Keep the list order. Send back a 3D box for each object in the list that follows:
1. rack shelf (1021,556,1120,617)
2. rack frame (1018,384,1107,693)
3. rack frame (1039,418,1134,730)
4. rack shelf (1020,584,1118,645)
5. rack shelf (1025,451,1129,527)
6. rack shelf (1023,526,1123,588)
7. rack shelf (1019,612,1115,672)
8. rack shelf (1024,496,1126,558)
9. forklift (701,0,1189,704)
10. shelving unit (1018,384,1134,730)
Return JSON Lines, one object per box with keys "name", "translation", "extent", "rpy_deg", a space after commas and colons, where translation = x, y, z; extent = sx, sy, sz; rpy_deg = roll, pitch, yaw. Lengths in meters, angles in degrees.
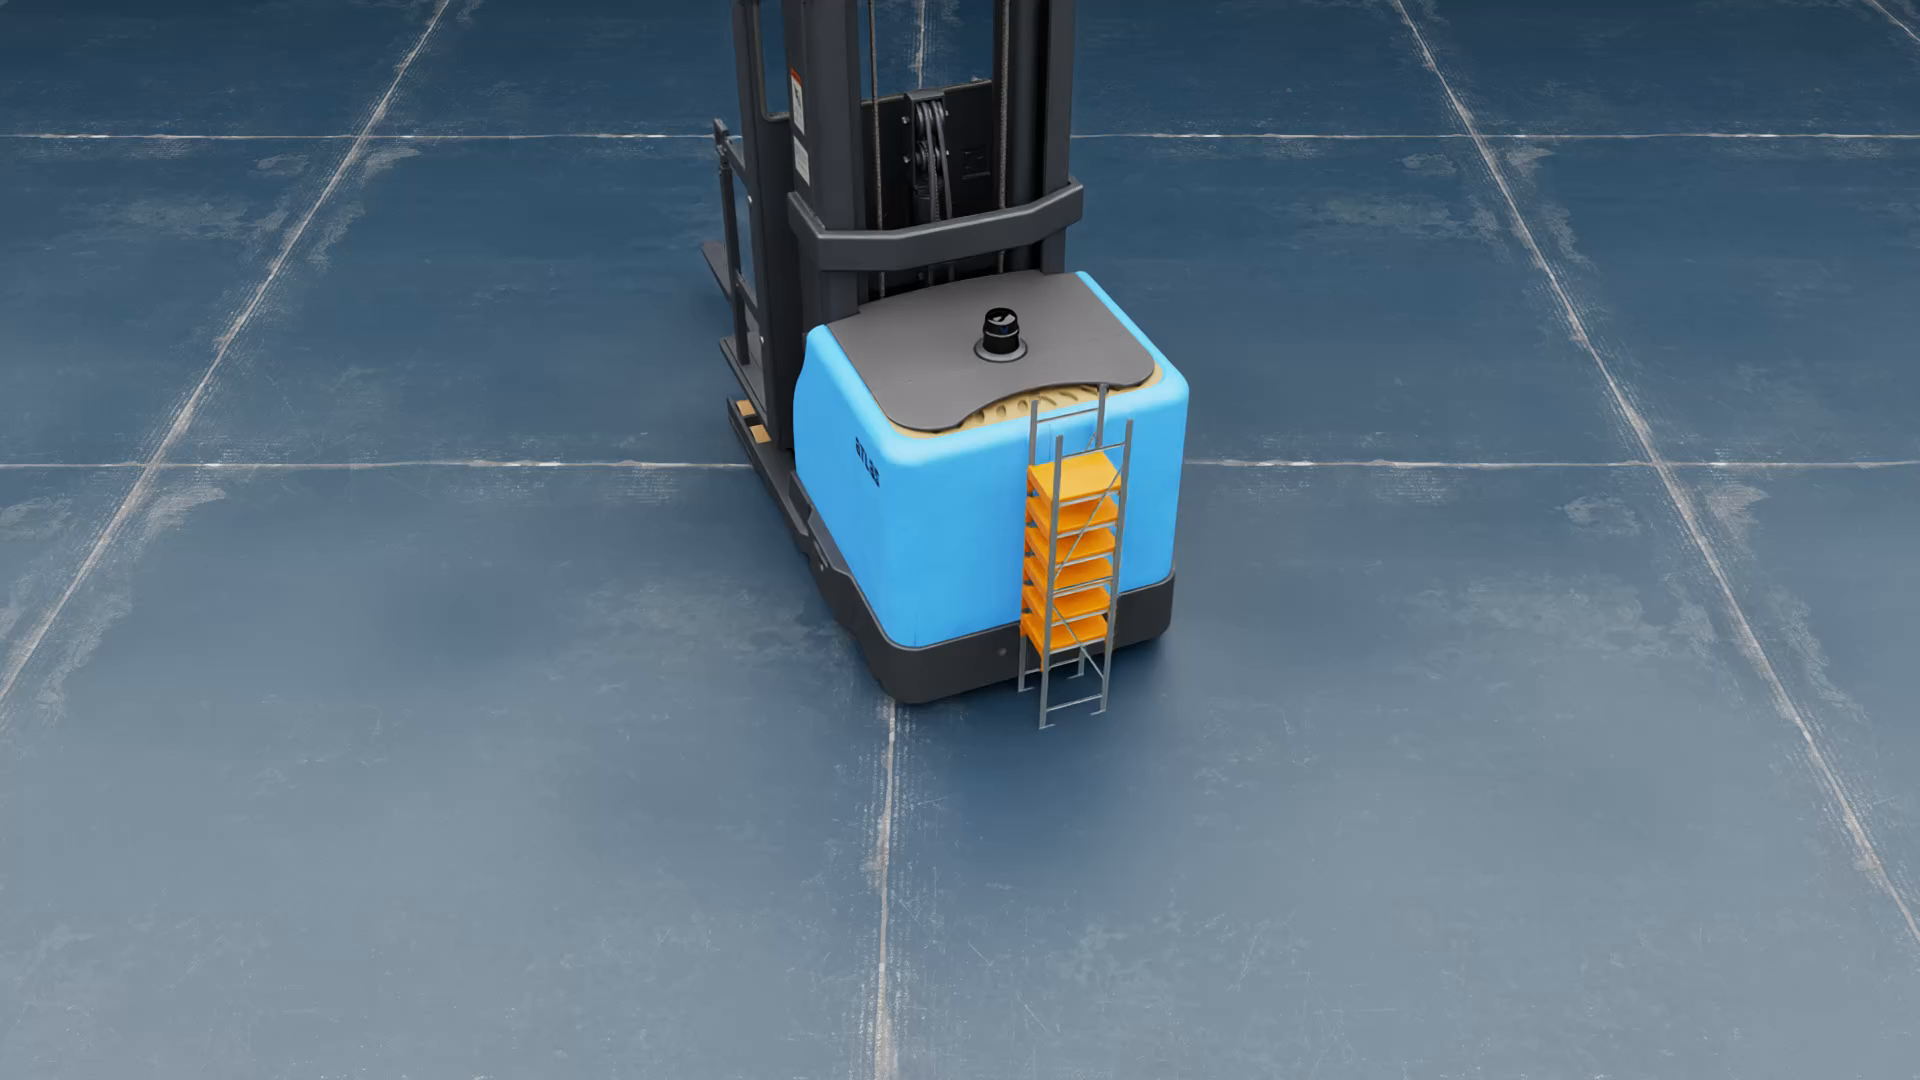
{"name": "rack shelf", "translation": [0.346, 0.117, 5.212], "extent": [0.258, 0.103, 0.180], "rpy_deg": [-13, 42, -16]}
{"name": "rack frame", "translation": [0.314, 0.027, 5.249], "extent": [0.240, 1.200, 0.006], "rpy_deg": [-13, 42, -16]}
{"name": "rack frame", "translation": [0.379, 0.138, 5.118], "extent": [0.240, 1.200, 0.006], "rpy_deg": [-13, 42, -16]}
{"name": "rack shelf", "translation": [0.344, 0.208, 5.289], "extent": [0.258, 0.103, 0.180], "rpy_deg": [-13, 42, -16]}
{"name": "rack shelf", "translation": [0.349, -0.159, 4.980], "extent": [0.258, 0.103, 0.180], "rpy_deg": [-13, 42, -16]}
{"name": "rack shelf", "translation": [0.347, 0.025, 5.135], "extent": [0.258, 0.103, 0.180], "rpy_deg": [-13, 42, -16]}
{"name": "rack shelf", "translation": [0.343, 0.300, 5.367], "extent": [0.258, 0.103, 0.180], "rpy_deg": [-13, 42, -16]}
{"name": "rack shelf", "translation": [0.348, -0.067, 5.057], "extent": [0.258, 0.103, 0.180], "rpy_deg": [-13, 42, -16]}
{"name": "forklift", "translation": [-0.294, -1.529, 5.814], "extent": [1.130, 2.935, 3.031], "rpy_deg": [-14, 41, -17]}
{"name": "shelving unit", "translation": [0.346, 0.083, 5.183], "extent": [0.258, 1.200, 0.189], "rpy_deg": [-13, 42, -16]}
